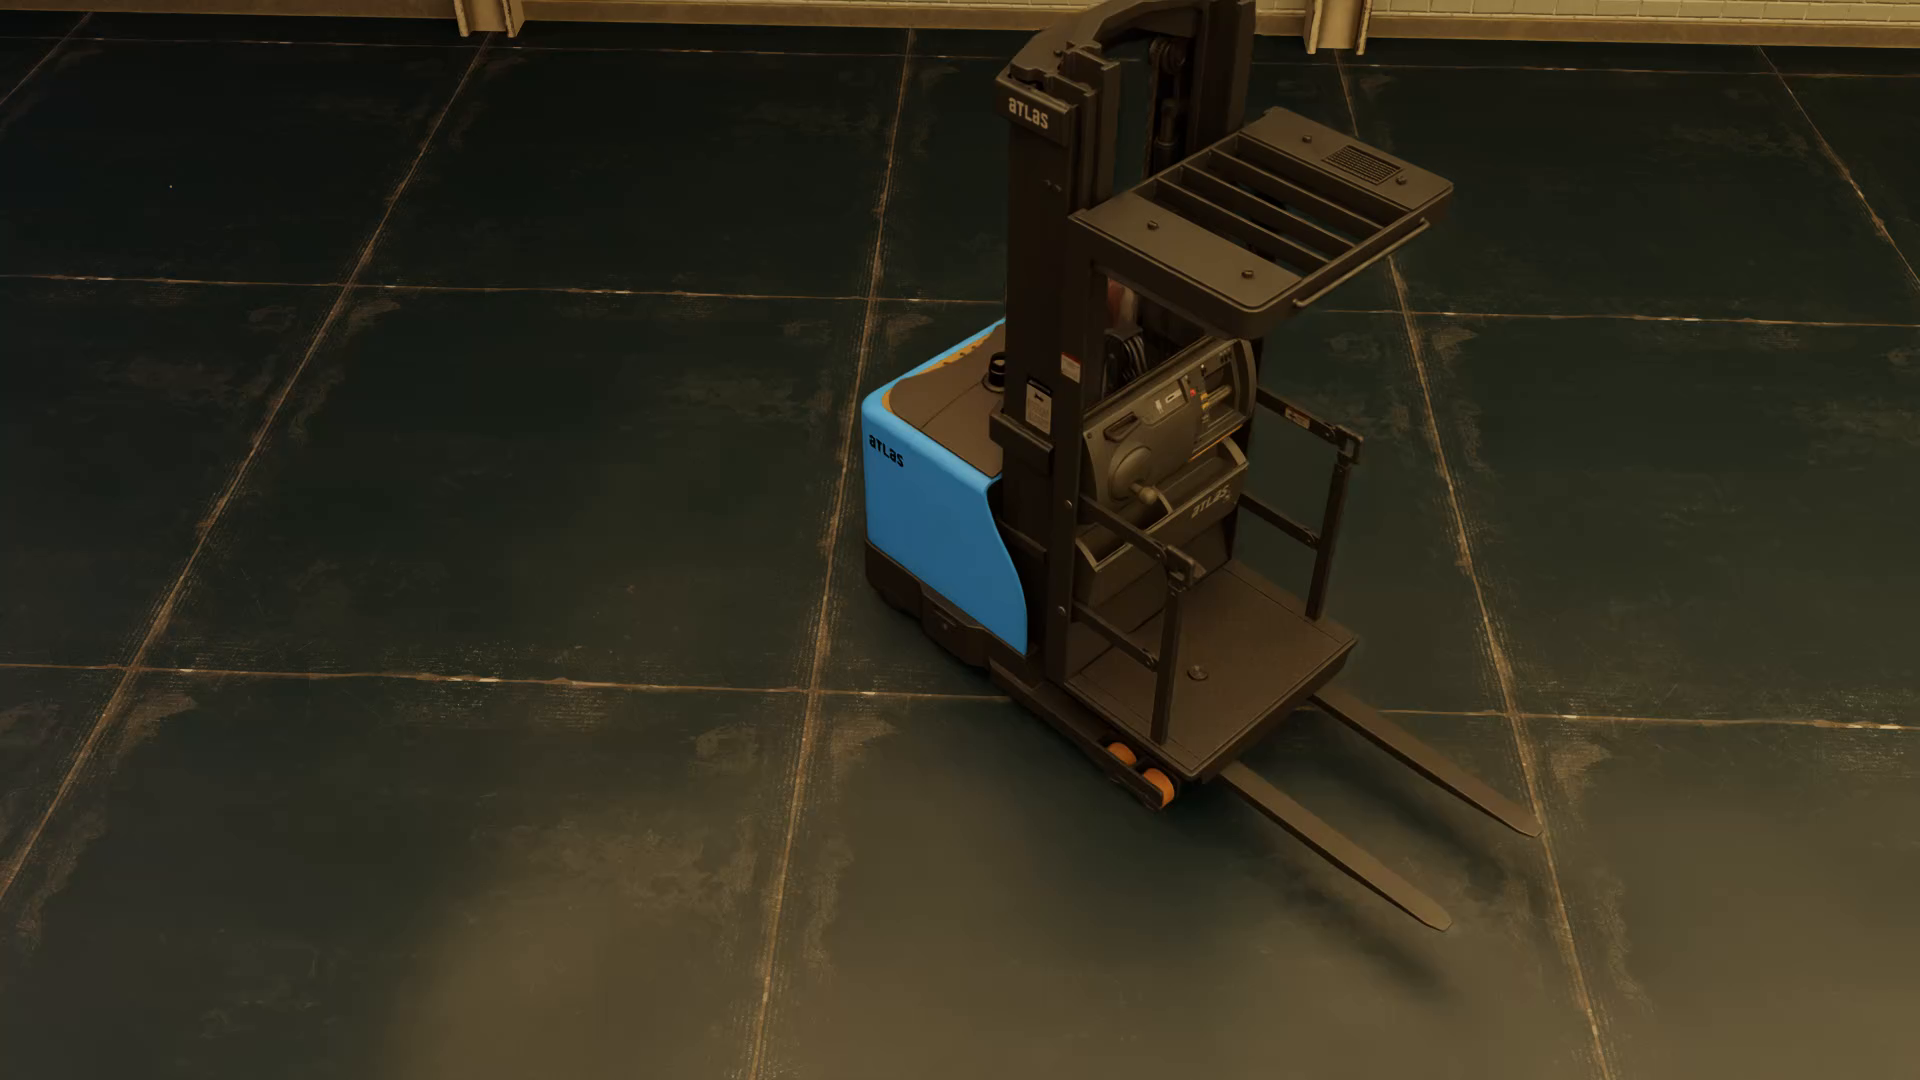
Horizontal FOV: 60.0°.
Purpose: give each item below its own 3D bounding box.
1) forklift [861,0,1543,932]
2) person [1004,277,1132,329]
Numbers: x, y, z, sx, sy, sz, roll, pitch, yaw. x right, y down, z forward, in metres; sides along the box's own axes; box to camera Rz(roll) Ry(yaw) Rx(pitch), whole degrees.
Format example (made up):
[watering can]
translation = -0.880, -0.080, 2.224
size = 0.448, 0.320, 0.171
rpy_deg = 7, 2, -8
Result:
[forklift]
translation = 0.949, -0.390, 6.170
size = 1.130, 2.935, 3.031
rpy_deg = -33, 52, -31
[person]
translation = 0.652, -0.675, 7.510
size = 1.097, 1.511, 0.892
rpy_deg = 14, 44, 15
